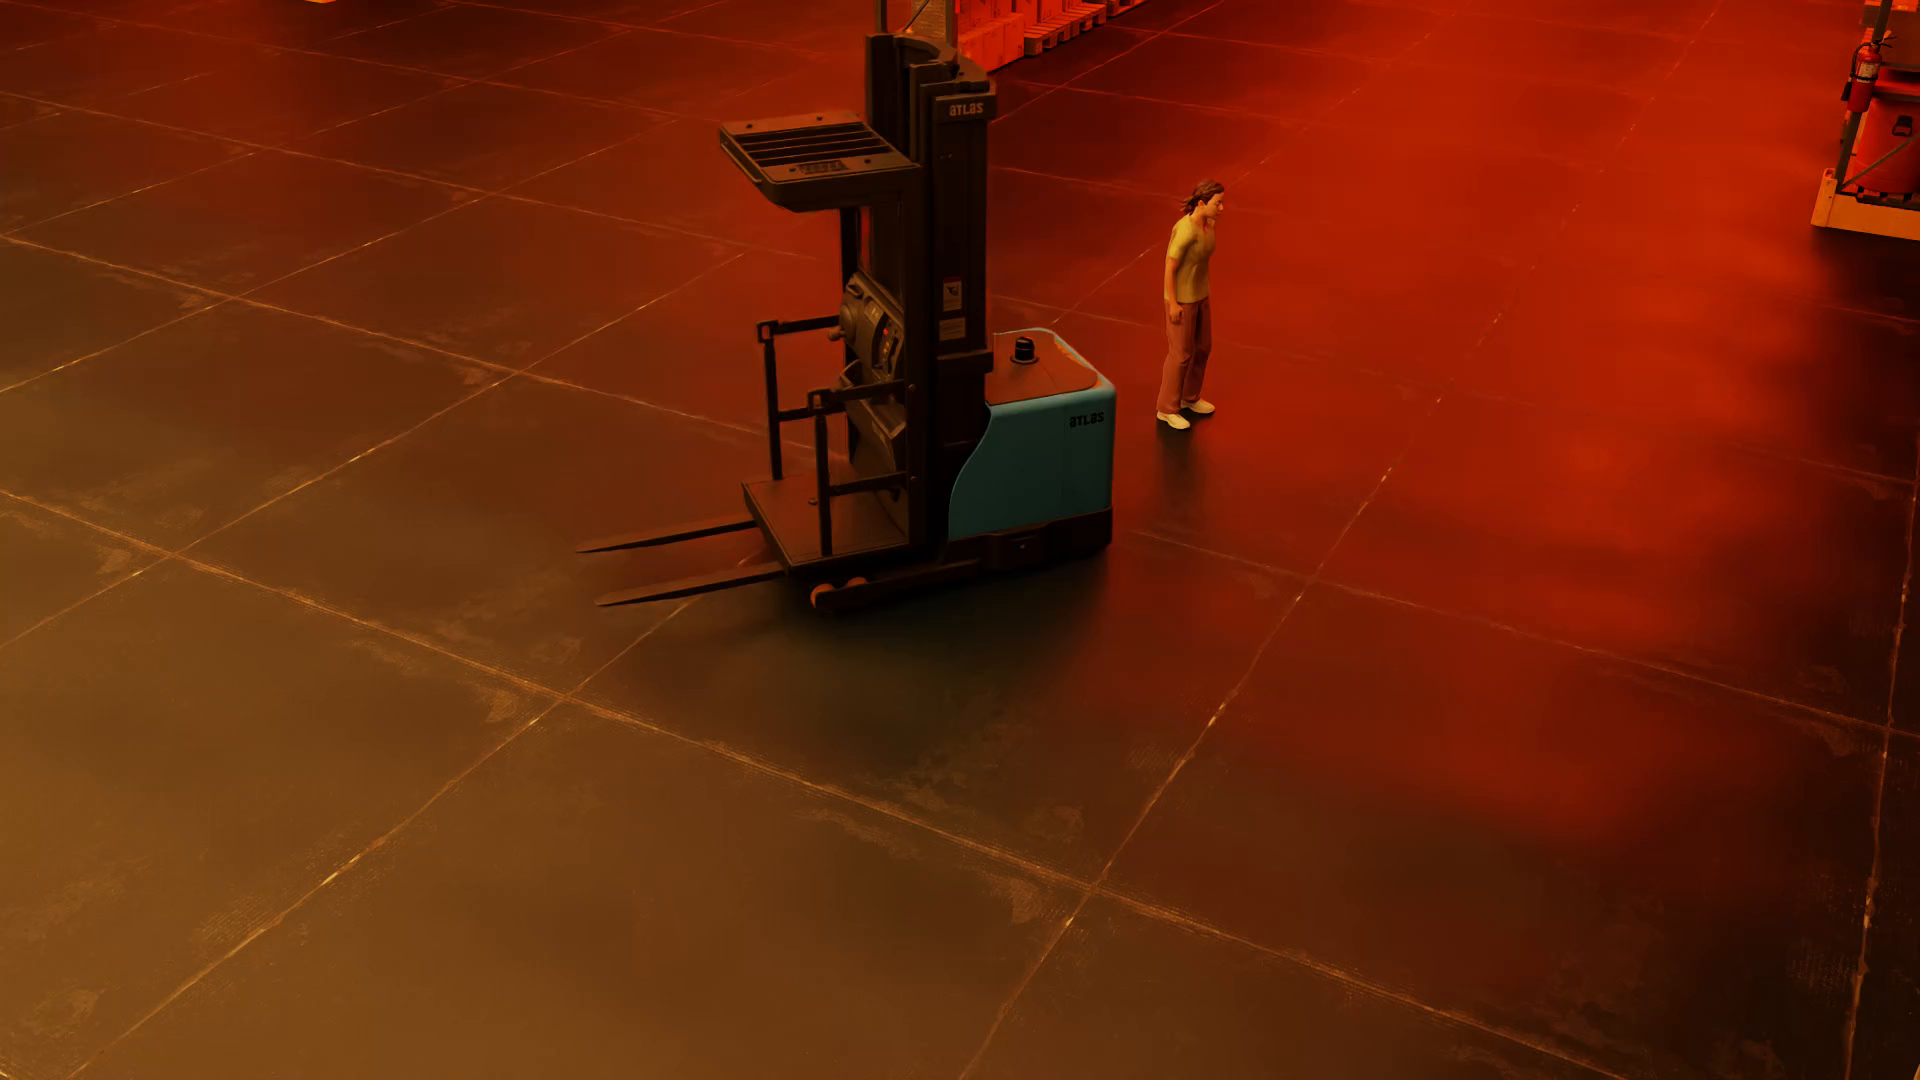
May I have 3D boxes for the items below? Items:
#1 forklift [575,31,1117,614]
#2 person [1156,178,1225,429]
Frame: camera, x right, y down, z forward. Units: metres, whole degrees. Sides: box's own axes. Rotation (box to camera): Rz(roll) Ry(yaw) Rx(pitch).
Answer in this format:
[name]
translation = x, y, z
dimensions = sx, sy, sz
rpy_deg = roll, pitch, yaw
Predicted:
[forklift]
translation = -0.667, -1.156, 9.073
dimensions = 3.031, 2.935, 1.130
rpy_deg = -11, 32, -18
[person]
translation = 1.547, -1.603, 11.109
dimensions = 0.359, 1.671, 0.512
rpy_deg = 21, 36, 31
